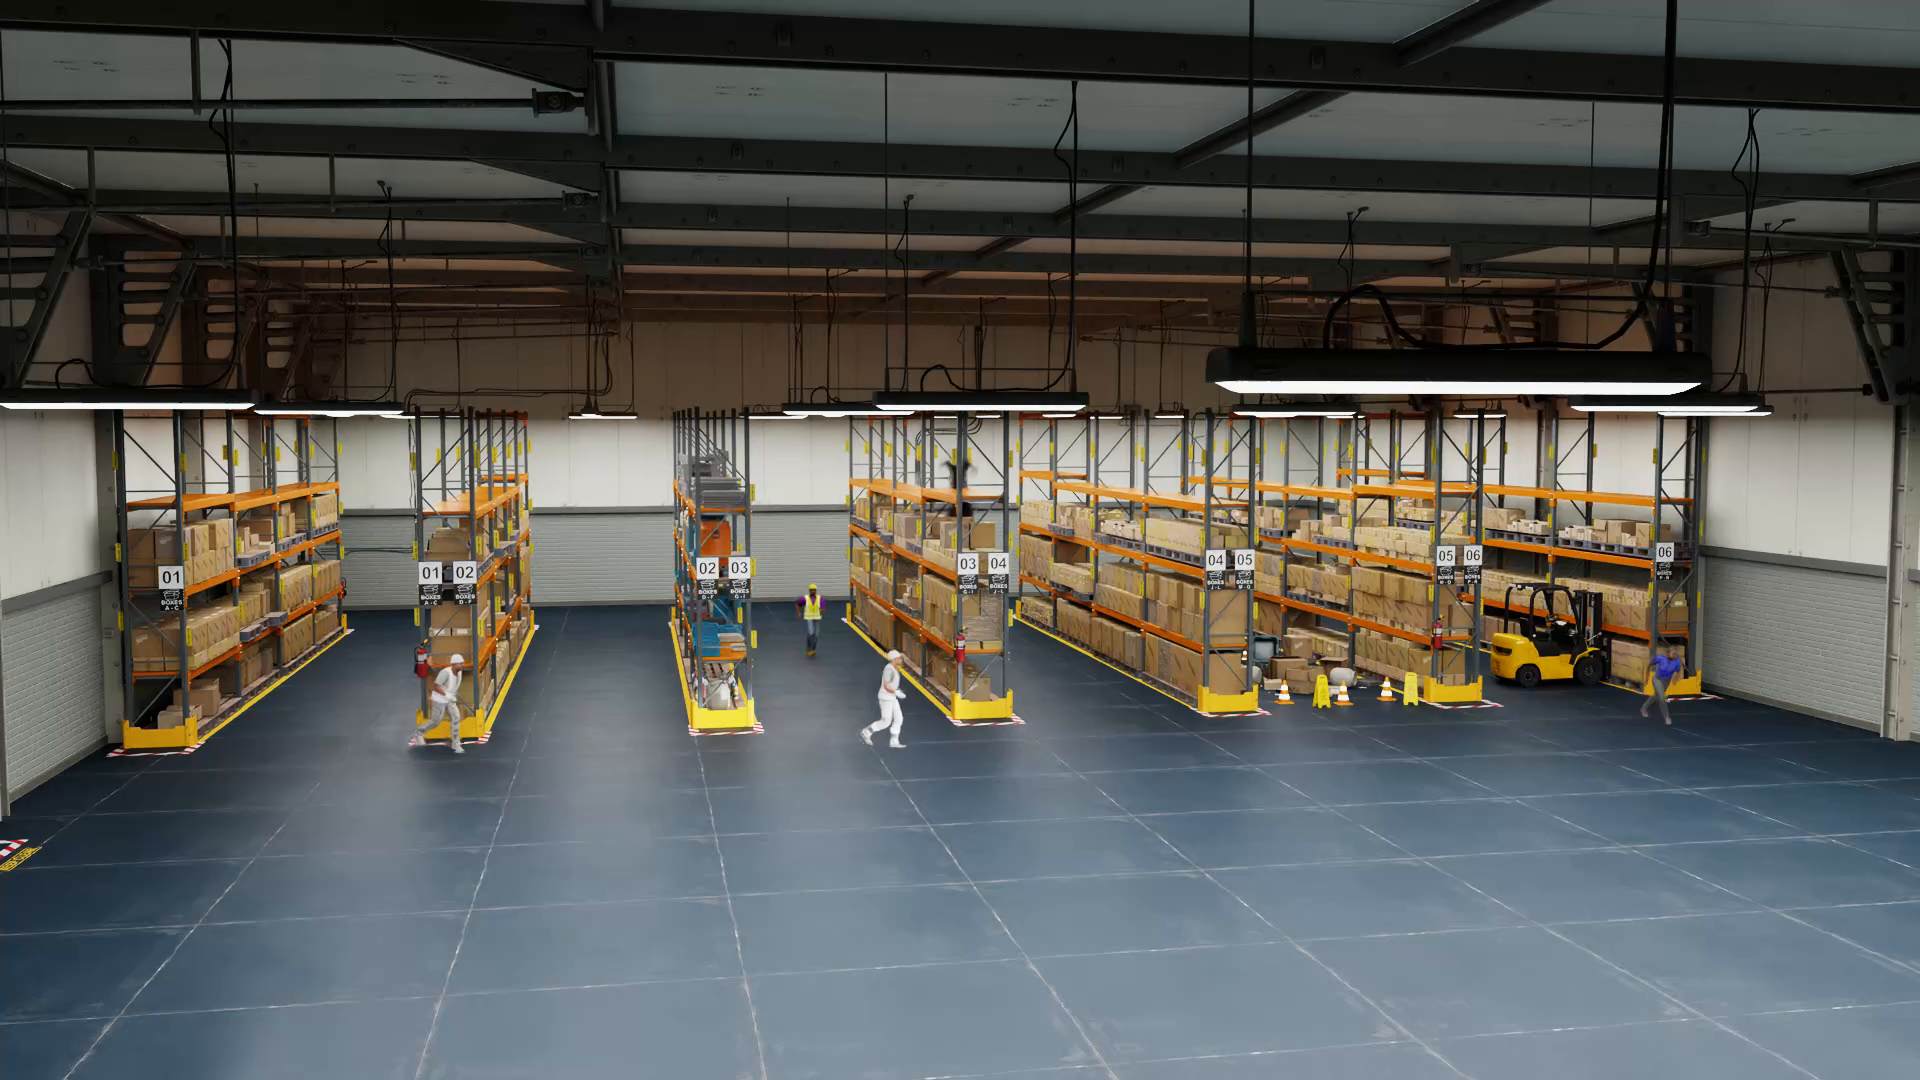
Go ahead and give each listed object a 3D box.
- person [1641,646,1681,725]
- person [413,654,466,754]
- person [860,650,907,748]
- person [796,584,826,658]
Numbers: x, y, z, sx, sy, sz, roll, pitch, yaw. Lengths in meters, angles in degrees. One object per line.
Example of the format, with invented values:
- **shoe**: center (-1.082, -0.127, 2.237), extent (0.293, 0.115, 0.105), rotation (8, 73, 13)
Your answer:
- **person**: center (13.325, 2.706, 31.665), extent (0.586, 1.487, 1.033), rotation (0, 4, -4)
- **person**: center (-9.042, 2.834, 28.887), extent (1.040, 1.734, 0.714), rotation (1, 4, 13)
- **person**: center (-1.337, 2.788, 29.100), extent (0.842, 1.741, 0.662), rotation (1, 4, 11)
- **person**: center (-3.587, 1.968, 40.470), extent (0.683, 1.789, 0.723), rotation (-2, 4, -21)
